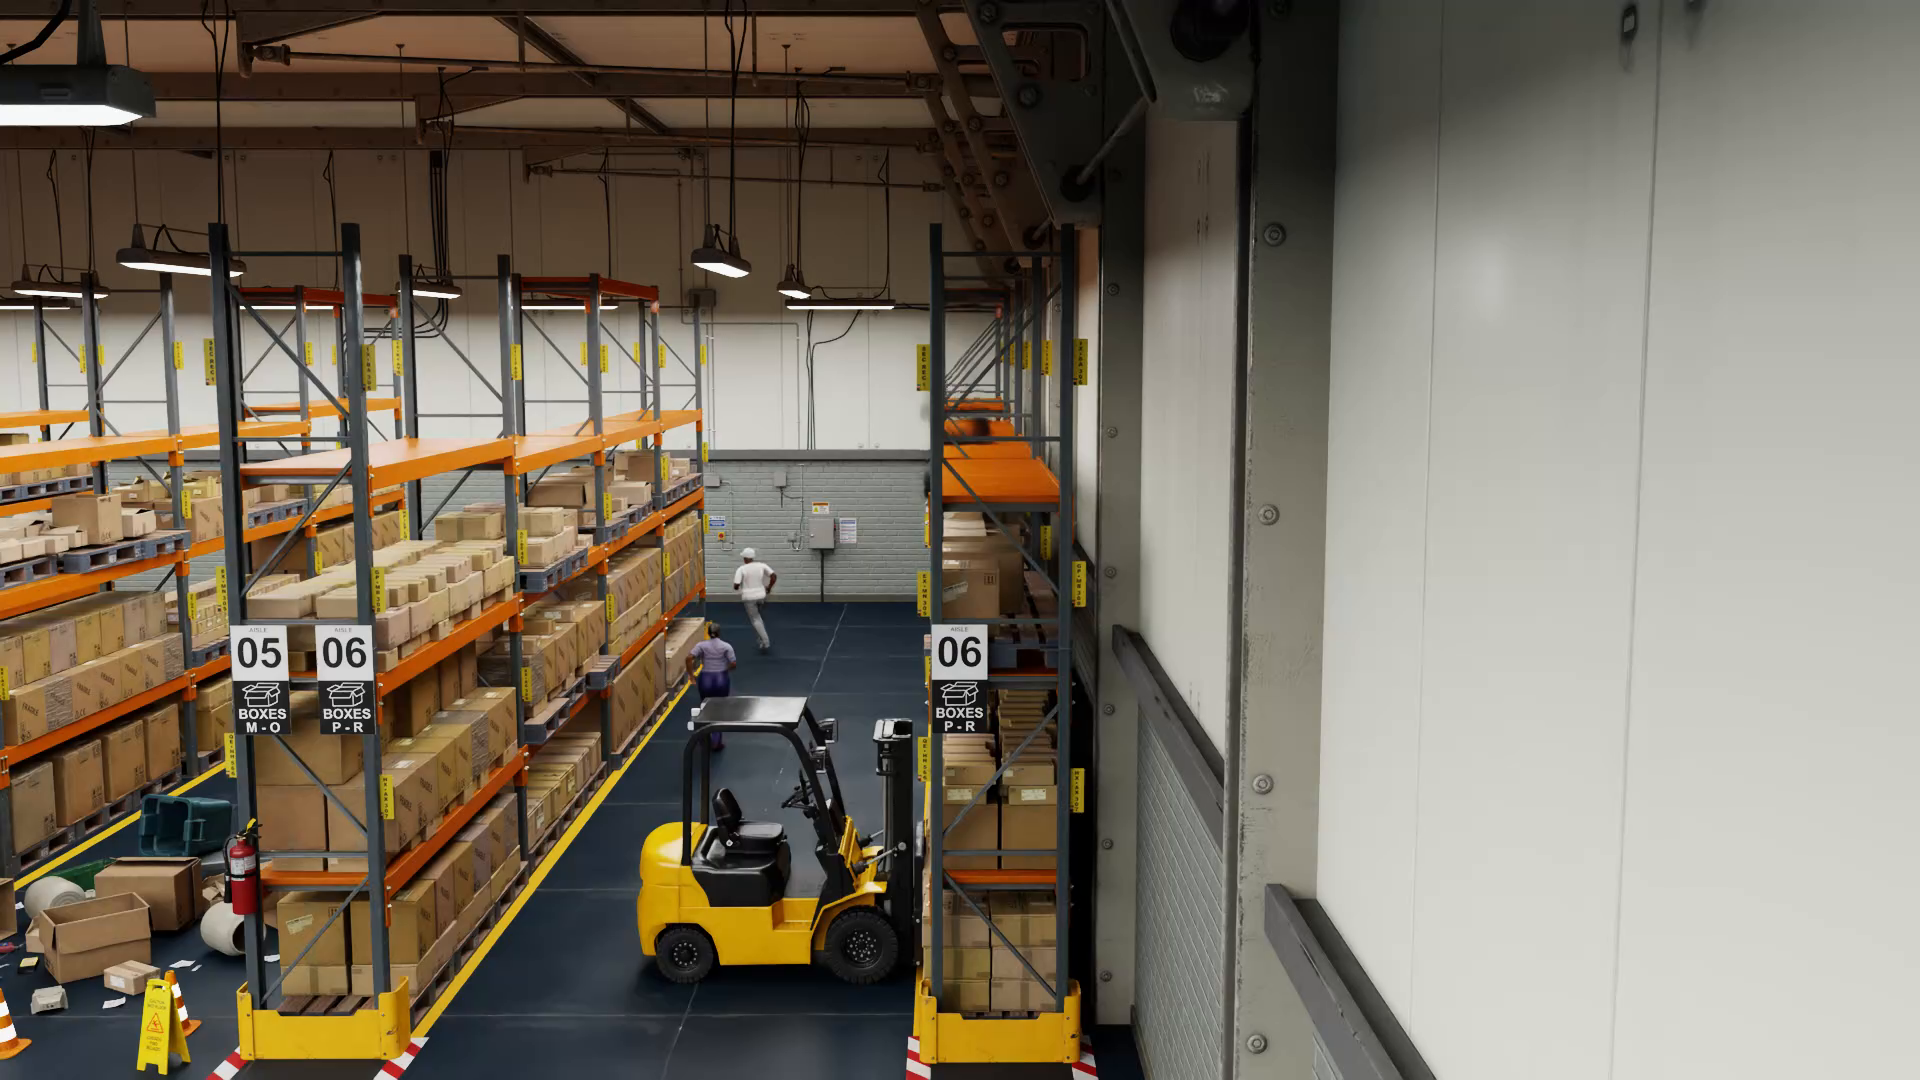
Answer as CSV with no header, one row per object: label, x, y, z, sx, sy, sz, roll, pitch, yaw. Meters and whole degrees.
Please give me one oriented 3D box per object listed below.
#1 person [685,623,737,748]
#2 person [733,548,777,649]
person,-3.181,1.875,21.426,0.626,1.638,0.637,0,7,2
person,-3.499,1.035,28.155,0.696,1.813,0.788,-5,8,-36
